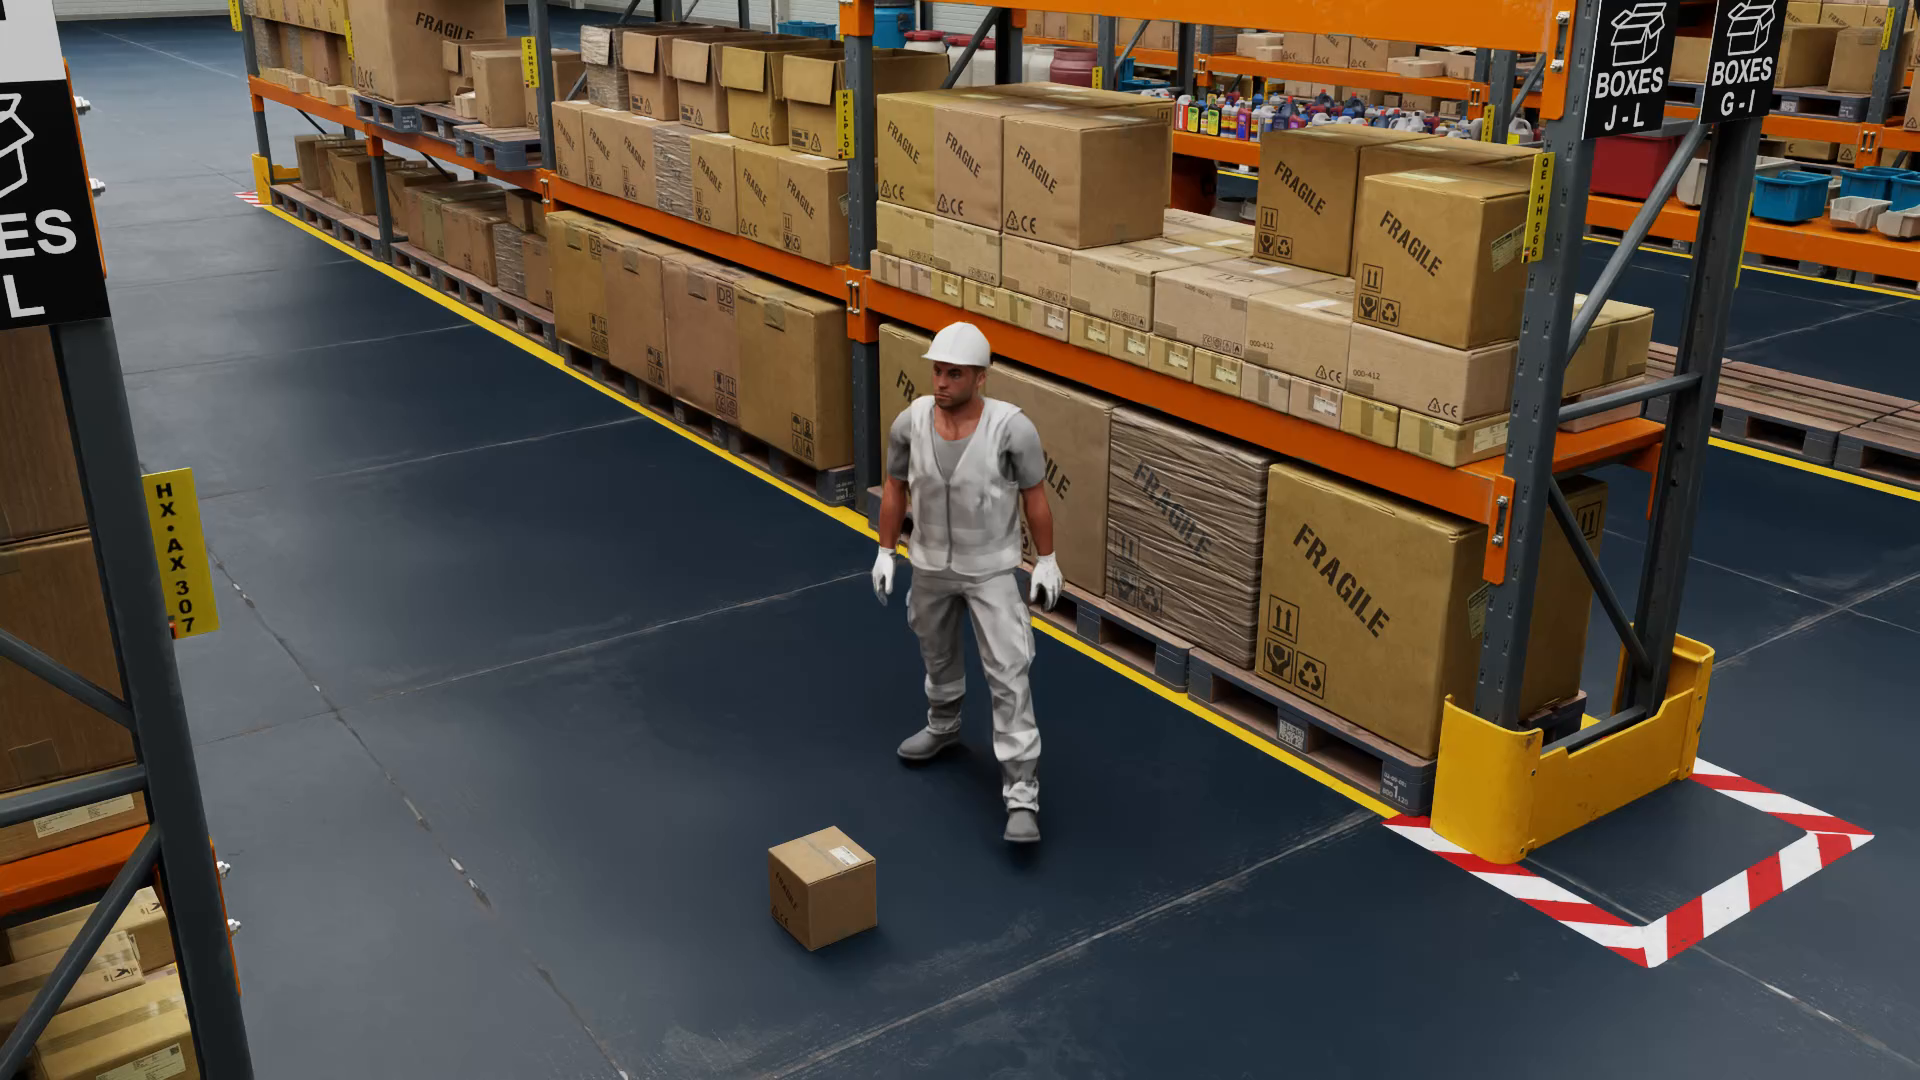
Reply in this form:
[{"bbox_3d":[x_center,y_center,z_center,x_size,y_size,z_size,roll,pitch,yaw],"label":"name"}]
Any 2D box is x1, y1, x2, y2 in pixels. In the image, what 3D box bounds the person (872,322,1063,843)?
[{"bbox_3d":[0.027,0.122,5.729,0.777,1.750,0.853,8,22,19],"label":"person"}]
